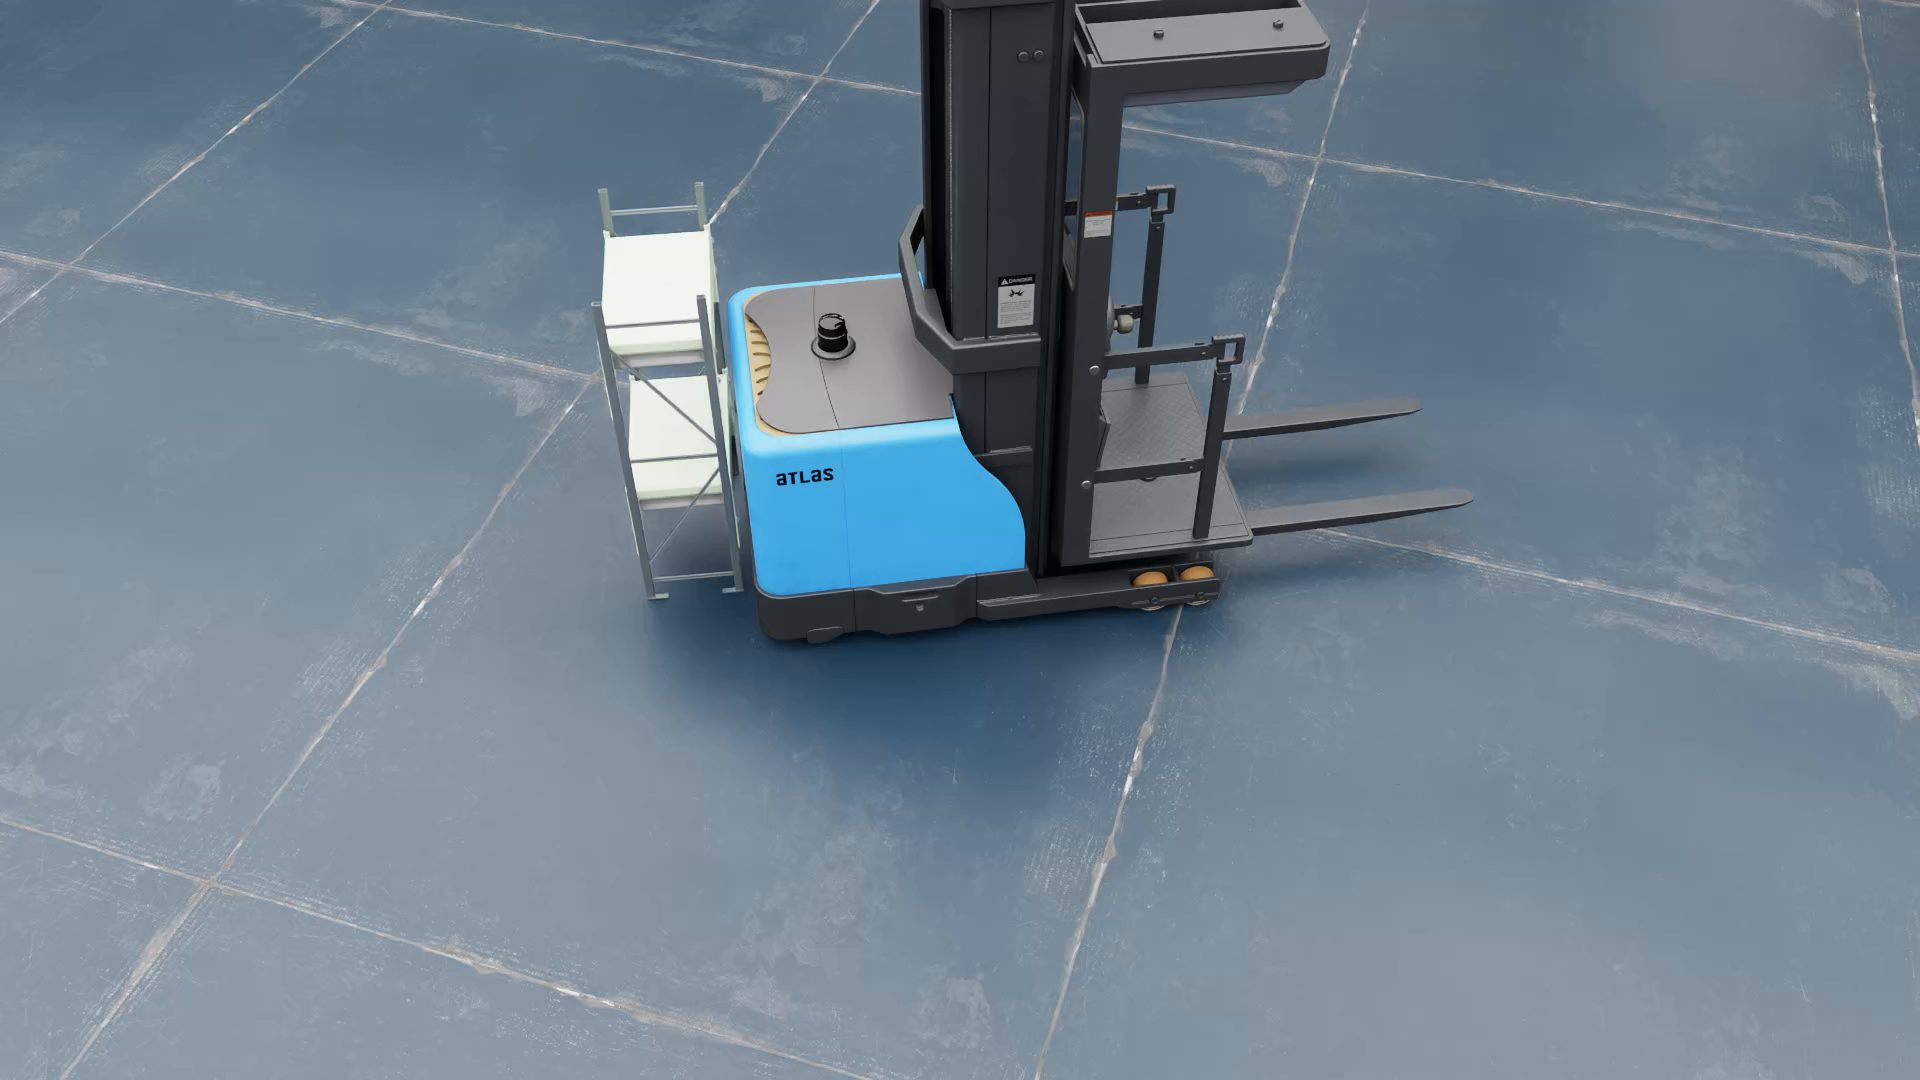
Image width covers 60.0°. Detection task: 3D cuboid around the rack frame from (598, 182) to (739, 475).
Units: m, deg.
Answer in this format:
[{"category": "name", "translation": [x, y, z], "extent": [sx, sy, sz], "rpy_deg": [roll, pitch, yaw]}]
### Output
[{"category": "rack frame", "translation": [-1.188, -0.819, 6.914], "extent": [0.400, 1.500, 0.023], "rpy_deg": [-5, 45, -5]}]

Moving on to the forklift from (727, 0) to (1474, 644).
[{"category": "forklift", "translation": [0.620, -1.118, 6.196], "extent": [3.031, 2.935, 1.130], "rpy_deg": [-6, 45, -7]}]

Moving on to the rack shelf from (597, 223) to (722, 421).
[{"category": "rack shelf", "translation": [-1.144, -0.844, 6.381], "extent": [0.431, 0.370, 0.720], "rpy_deg": [-5, 45, -5]}]

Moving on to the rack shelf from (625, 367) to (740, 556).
[{"category": "rack shelf", "translation": [-1.144, -0.332, 6.882], "extent": [0.431, 0.370, 0.720], "rpy_deg": [-5, 45, -5]}]

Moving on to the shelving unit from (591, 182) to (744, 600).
[{"category": "shelving unit", "translation": [-1.144, -0.565, 6.654], "extent": [0.431, 1.500, 0.755], "rpy_deg": [-5, 45, -5]}]

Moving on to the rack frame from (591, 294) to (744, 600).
[{"category": "rack frame", "translation": [-1.099, -0.311, 6.395], "extent": [0.400, 1.500, 0.023], "rpy_deg": [-5, 45, -5]}]
